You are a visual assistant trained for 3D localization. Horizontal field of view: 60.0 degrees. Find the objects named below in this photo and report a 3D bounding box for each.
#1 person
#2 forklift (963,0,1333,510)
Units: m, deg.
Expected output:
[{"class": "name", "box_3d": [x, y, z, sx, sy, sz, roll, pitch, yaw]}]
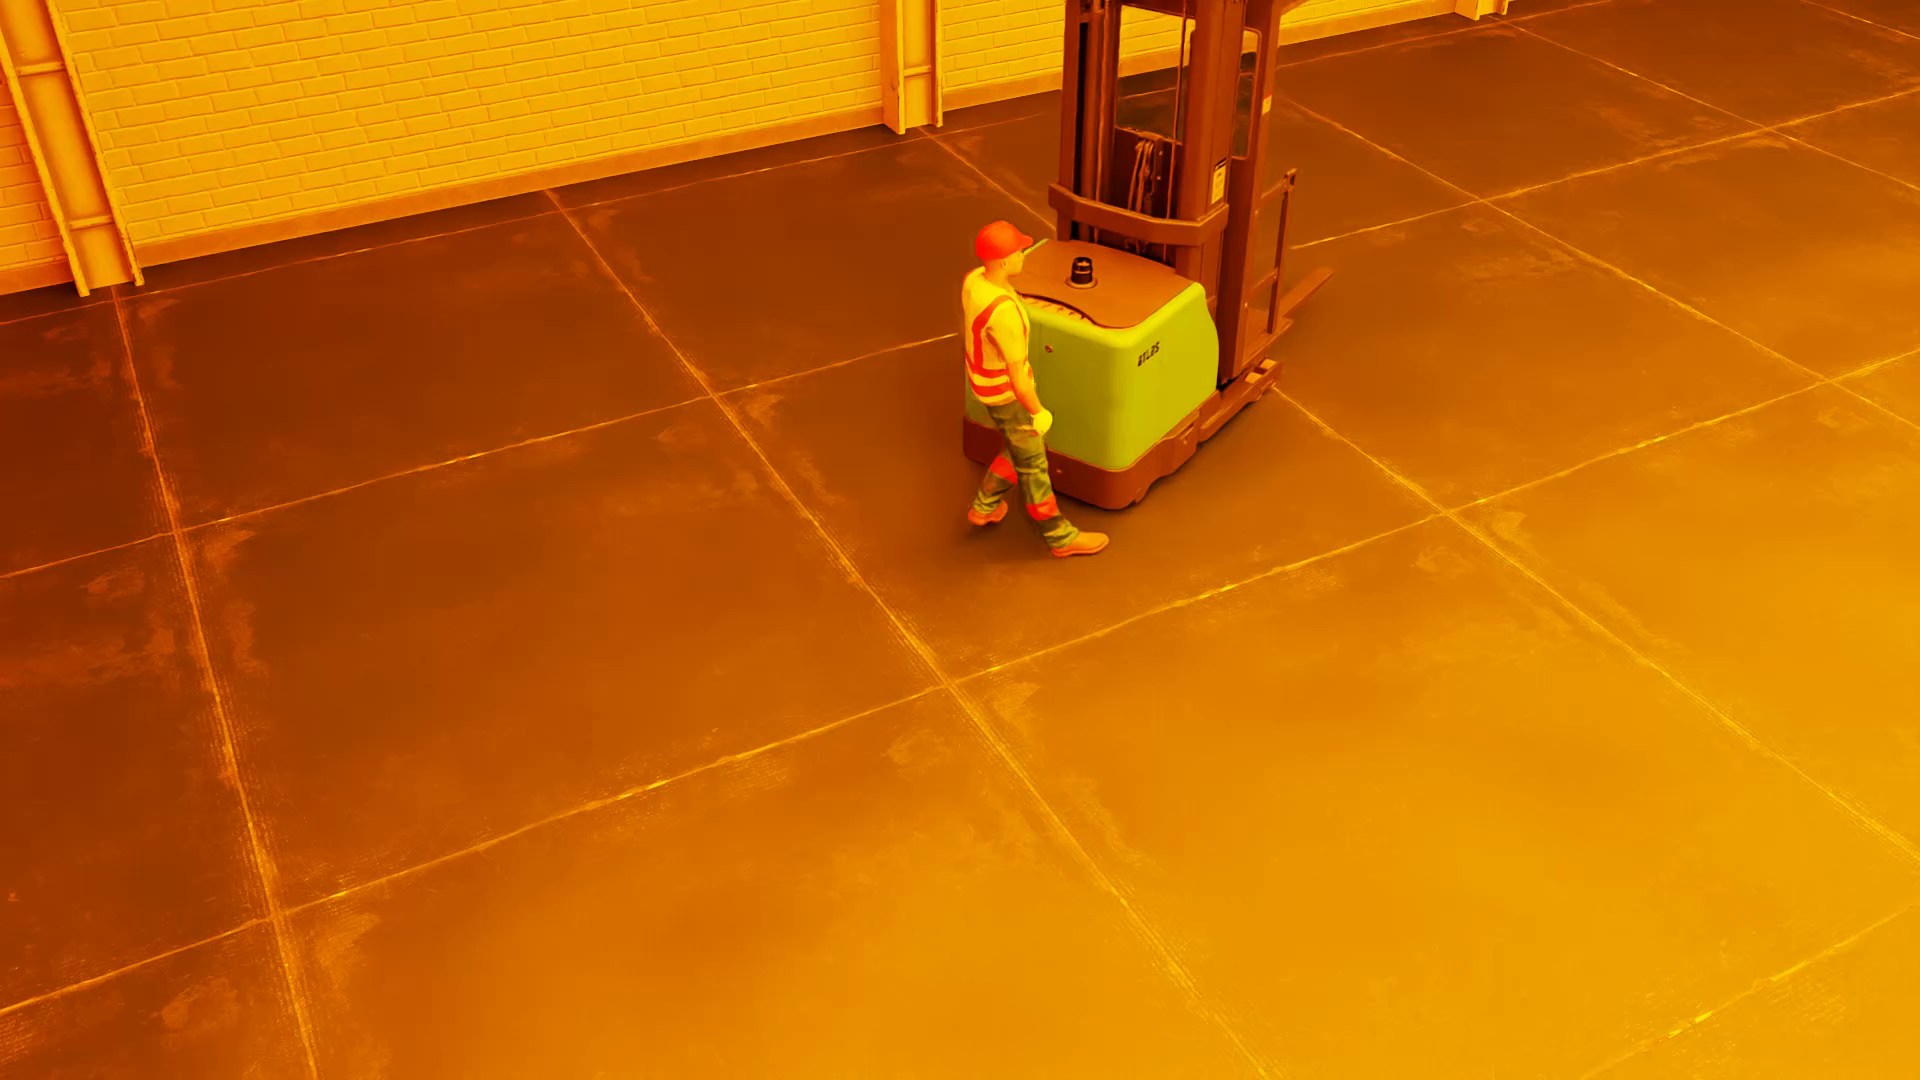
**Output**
[{"class": "person", "box_3d": [0.371, -0.788, 8.284, 0.702, 1.734, 0.721, -6, 36, -8]}, {"class": "forklift", "box_3d": [1.273, -2.163, 9.182, 1.130, 2.935, 3.031, 22, 41, 28]}]
